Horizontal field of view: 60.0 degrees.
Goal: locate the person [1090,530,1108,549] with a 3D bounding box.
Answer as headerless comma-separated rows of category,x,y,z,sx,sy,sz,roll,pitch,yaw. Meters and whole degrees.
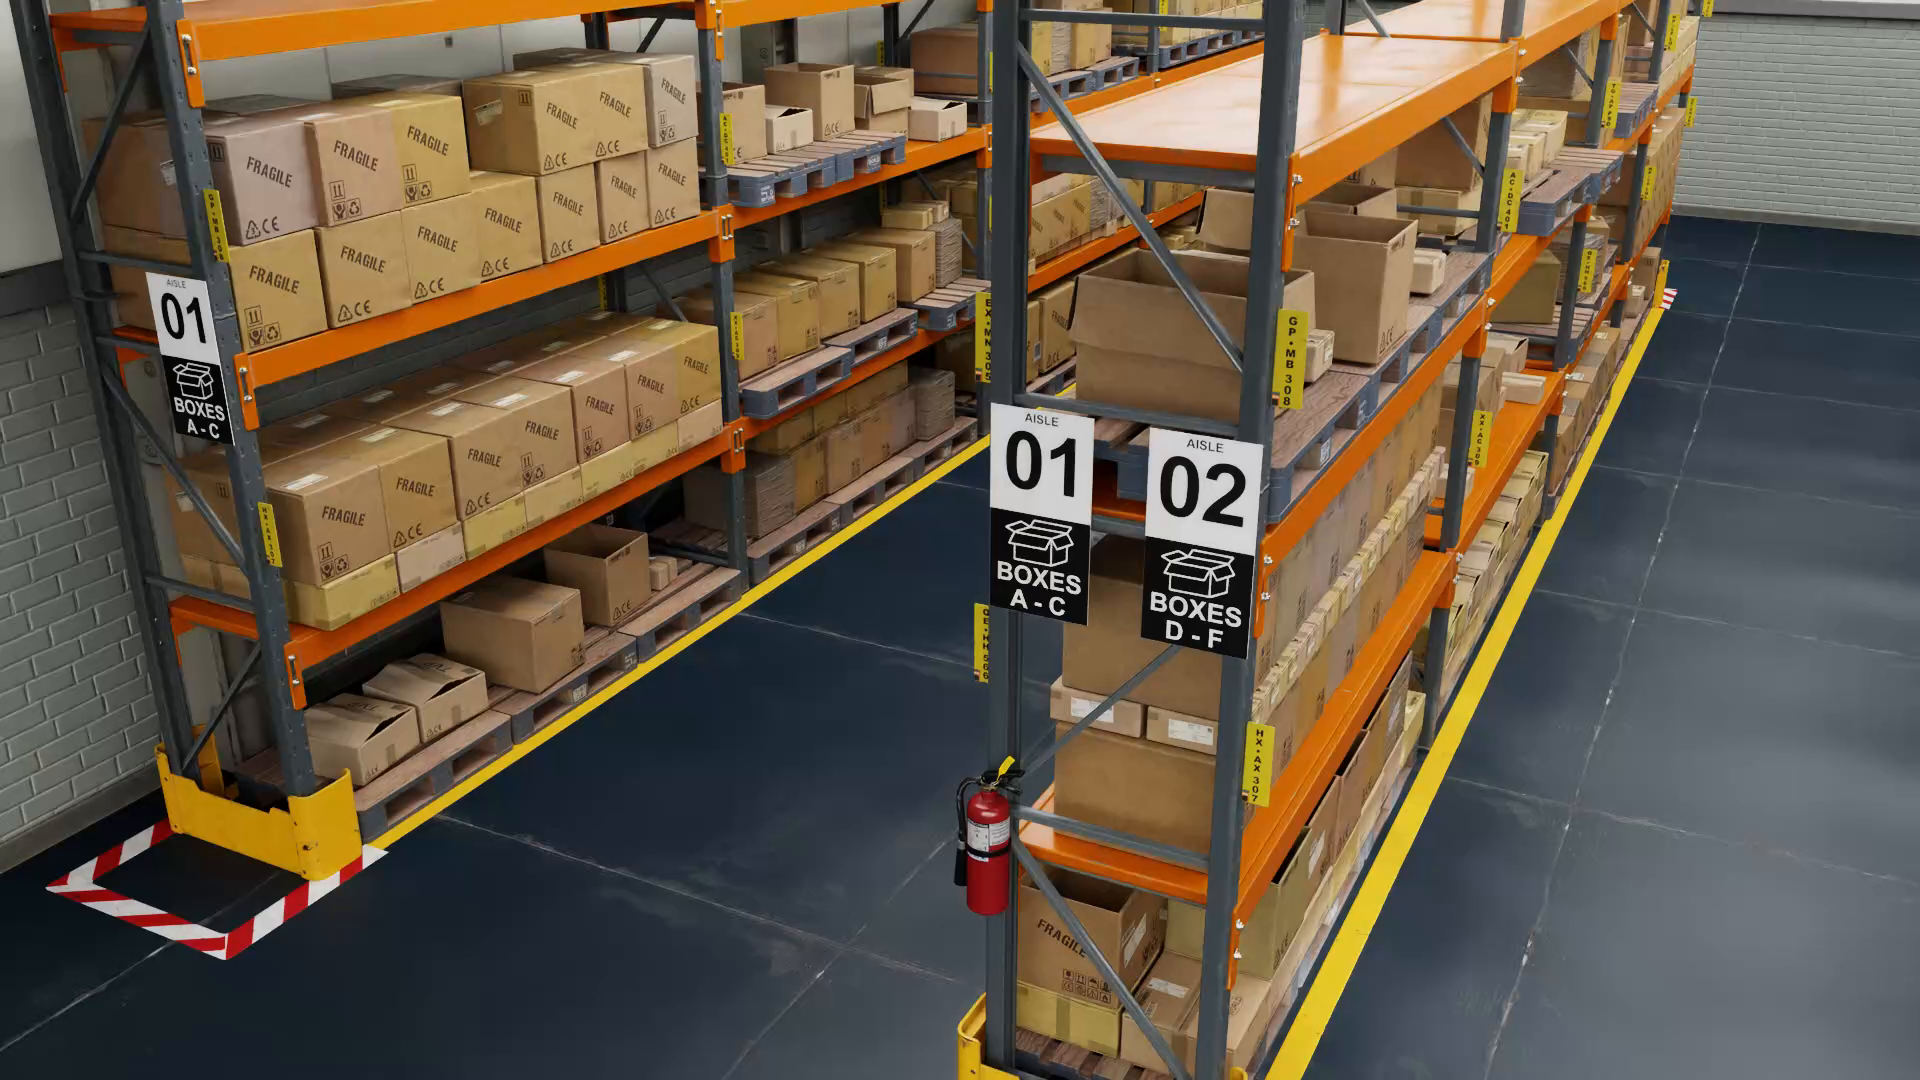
person,1.035,-0.123,11.022,0.686,1.781,0.715,11,25,24
